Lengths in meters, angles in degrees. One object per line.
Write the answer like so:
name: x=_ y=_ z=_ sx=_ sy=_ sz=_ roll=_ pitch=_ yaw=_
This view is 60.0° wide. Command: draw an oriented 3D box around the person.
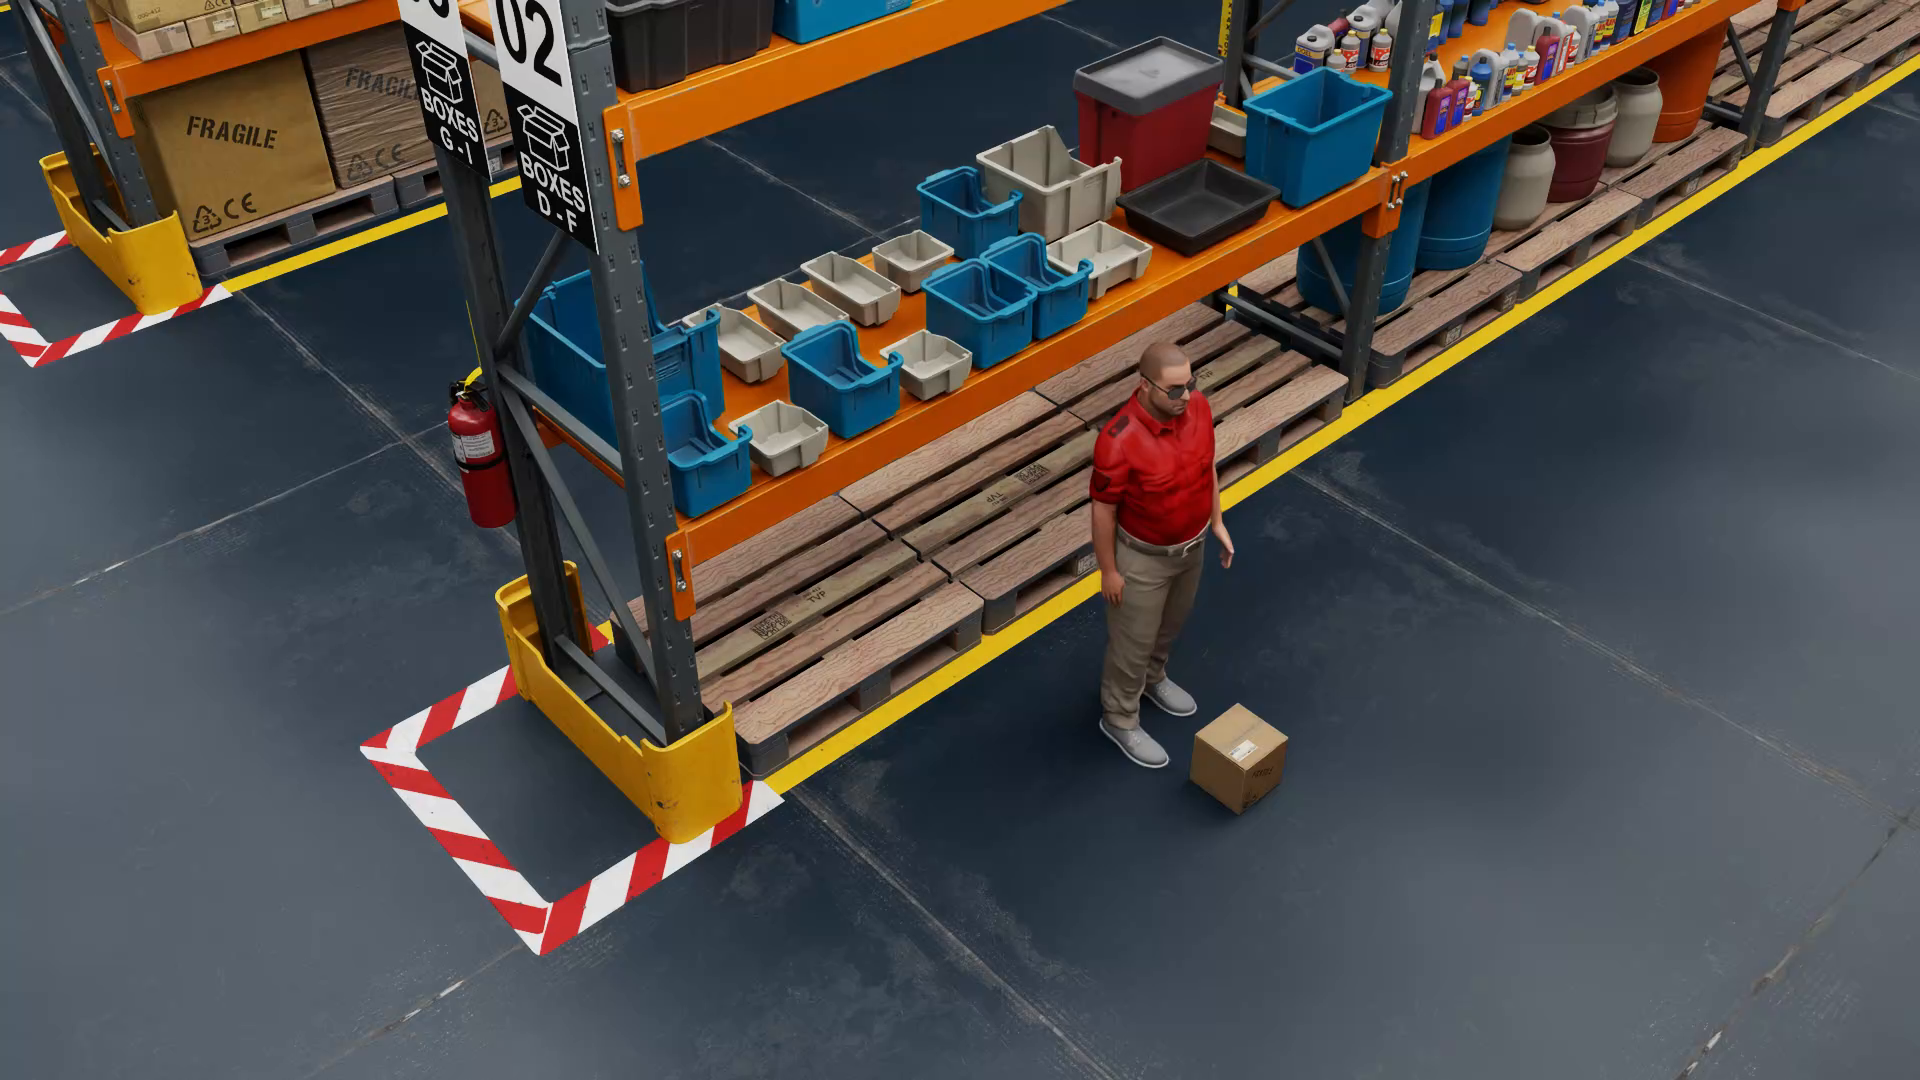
person: x=0.759 y=0.056 z=6.105 sx=0.558 sy=1.740 sz=0.434 roll=-30 pitch=48 yaw=-31
